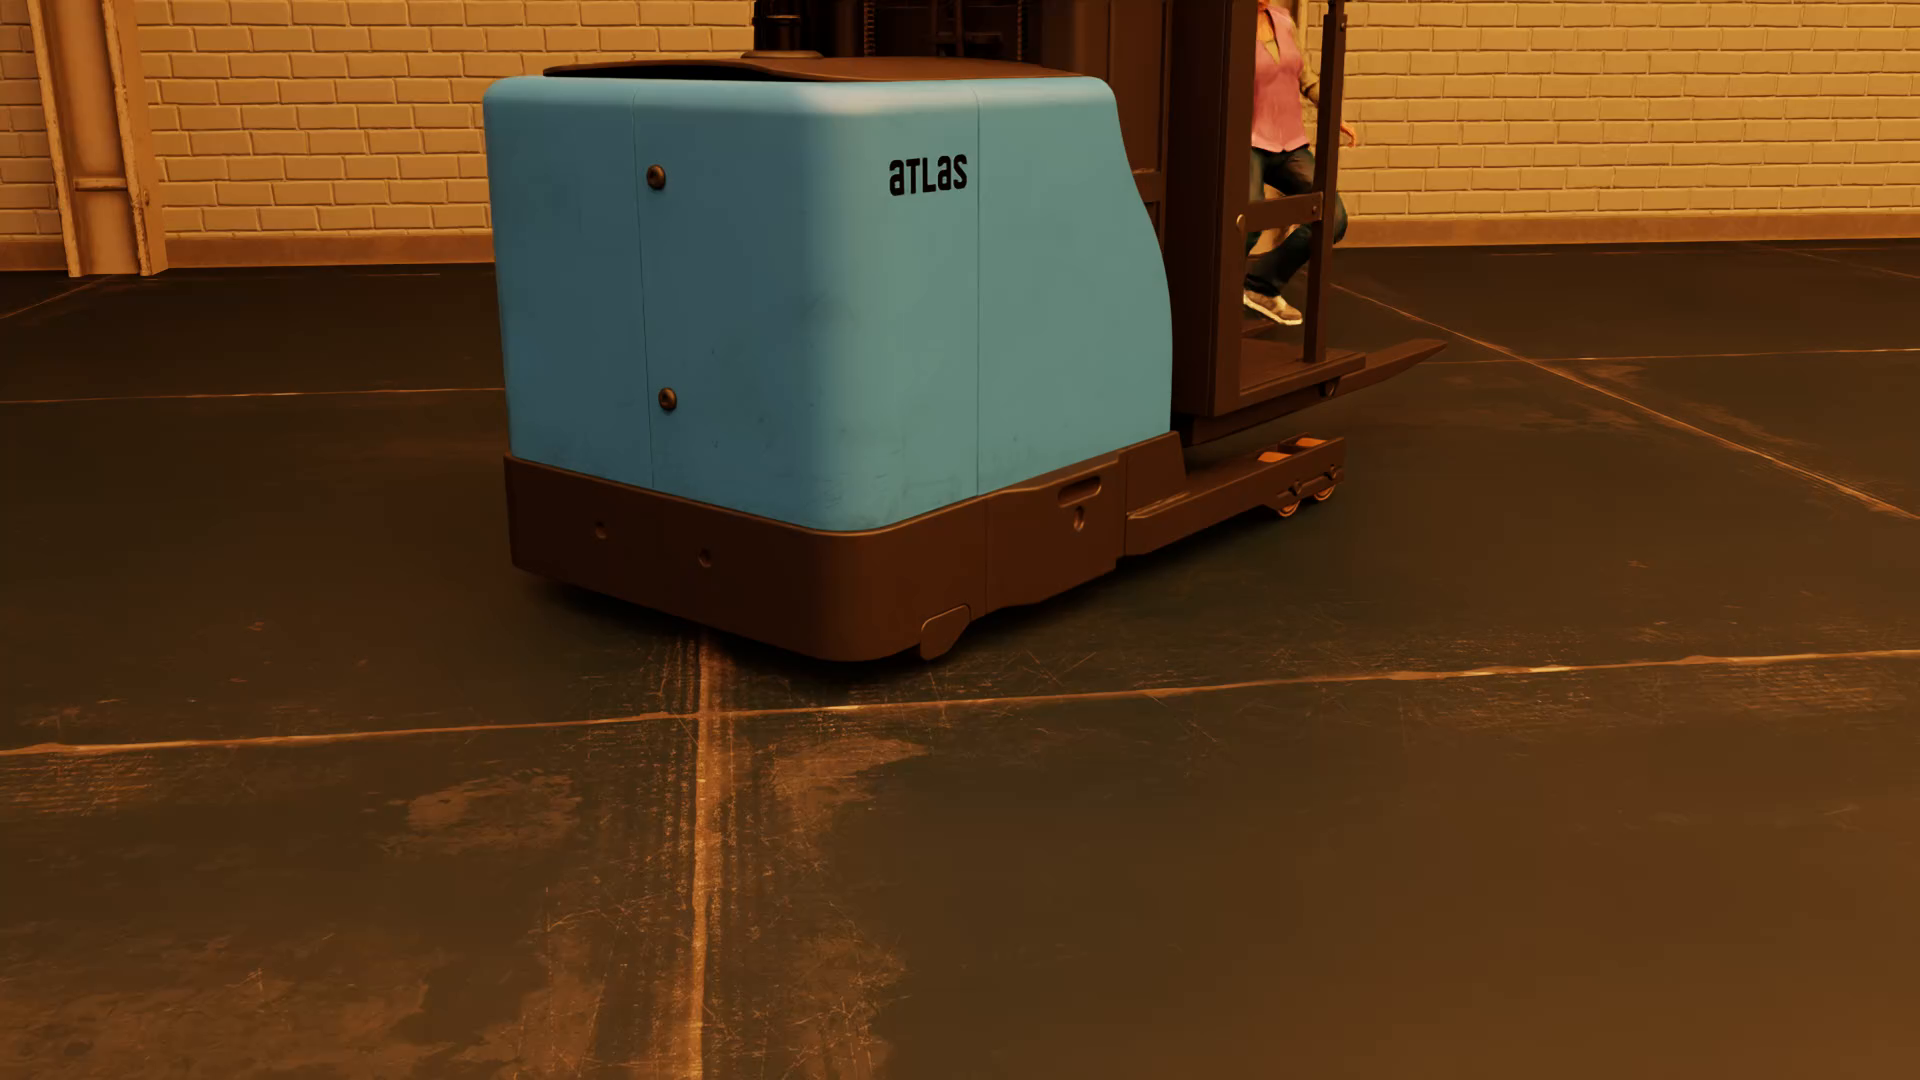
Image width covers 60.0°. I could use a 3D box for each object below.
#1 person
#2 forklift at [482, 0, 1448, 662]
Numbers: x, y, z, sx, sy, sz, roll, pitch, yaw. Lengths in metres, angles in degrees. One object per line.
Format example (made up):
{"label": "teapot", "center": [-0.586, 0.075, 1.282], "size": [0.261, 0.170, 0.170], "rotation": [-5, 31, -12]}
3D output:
{"label": "person", "center": [1.157, -1.474, 6.300], "size": [0.705, 1.465, 0.511], "rotation": [-8, 19, -26]}
{"label": "forklift", "center": [0.347, -1.538, 3.990], "size": [1.130, 2.935, 3.031], "rotation": [13, 21, 37]}
